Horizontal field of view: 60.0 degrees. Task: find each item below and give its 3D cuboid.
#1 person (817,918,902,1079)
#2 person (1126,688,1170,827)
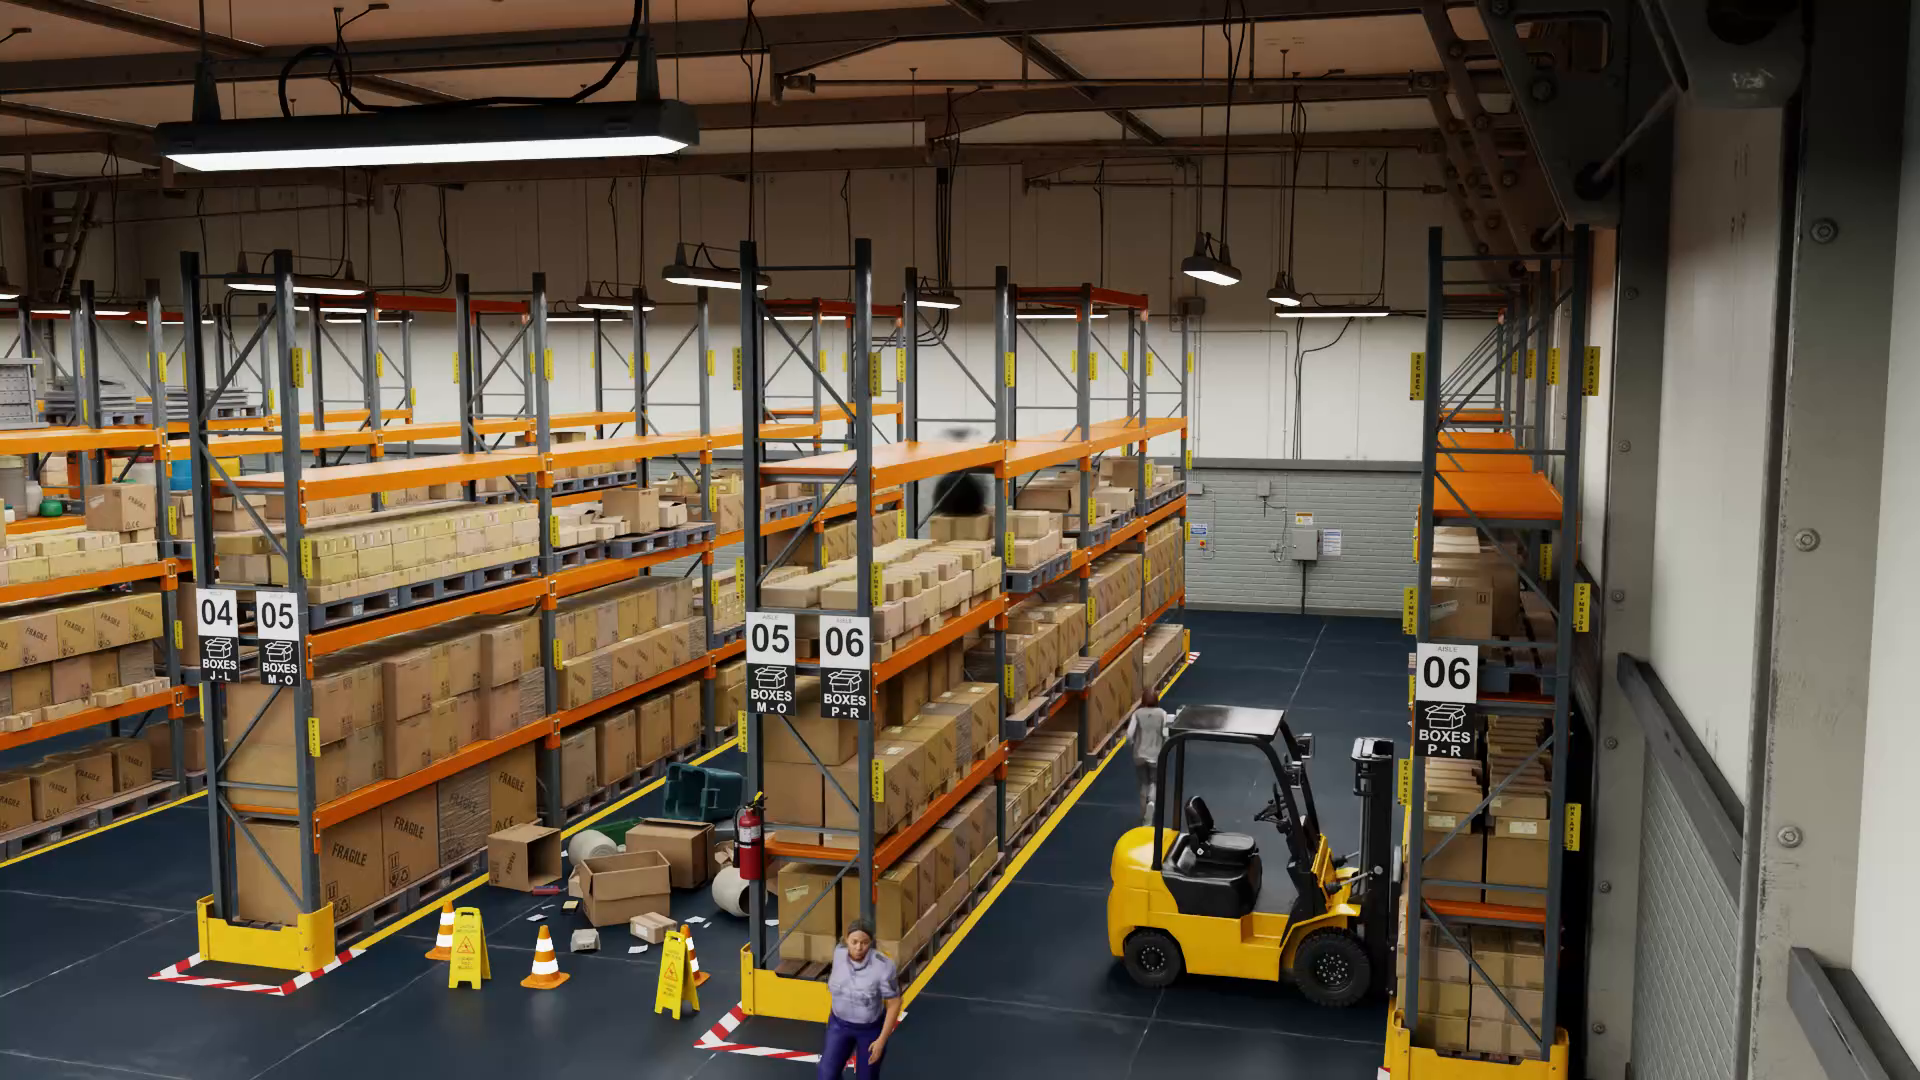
[{"bbox_3d":[-0.650,3.176,10.791,0.618,1.589,0.655,2,7,16],"label":"person"},{"bbox_3d":[2.075,2.386,18.175,0.539,1.526,0.586,1,7,11],"label":"person"}]
